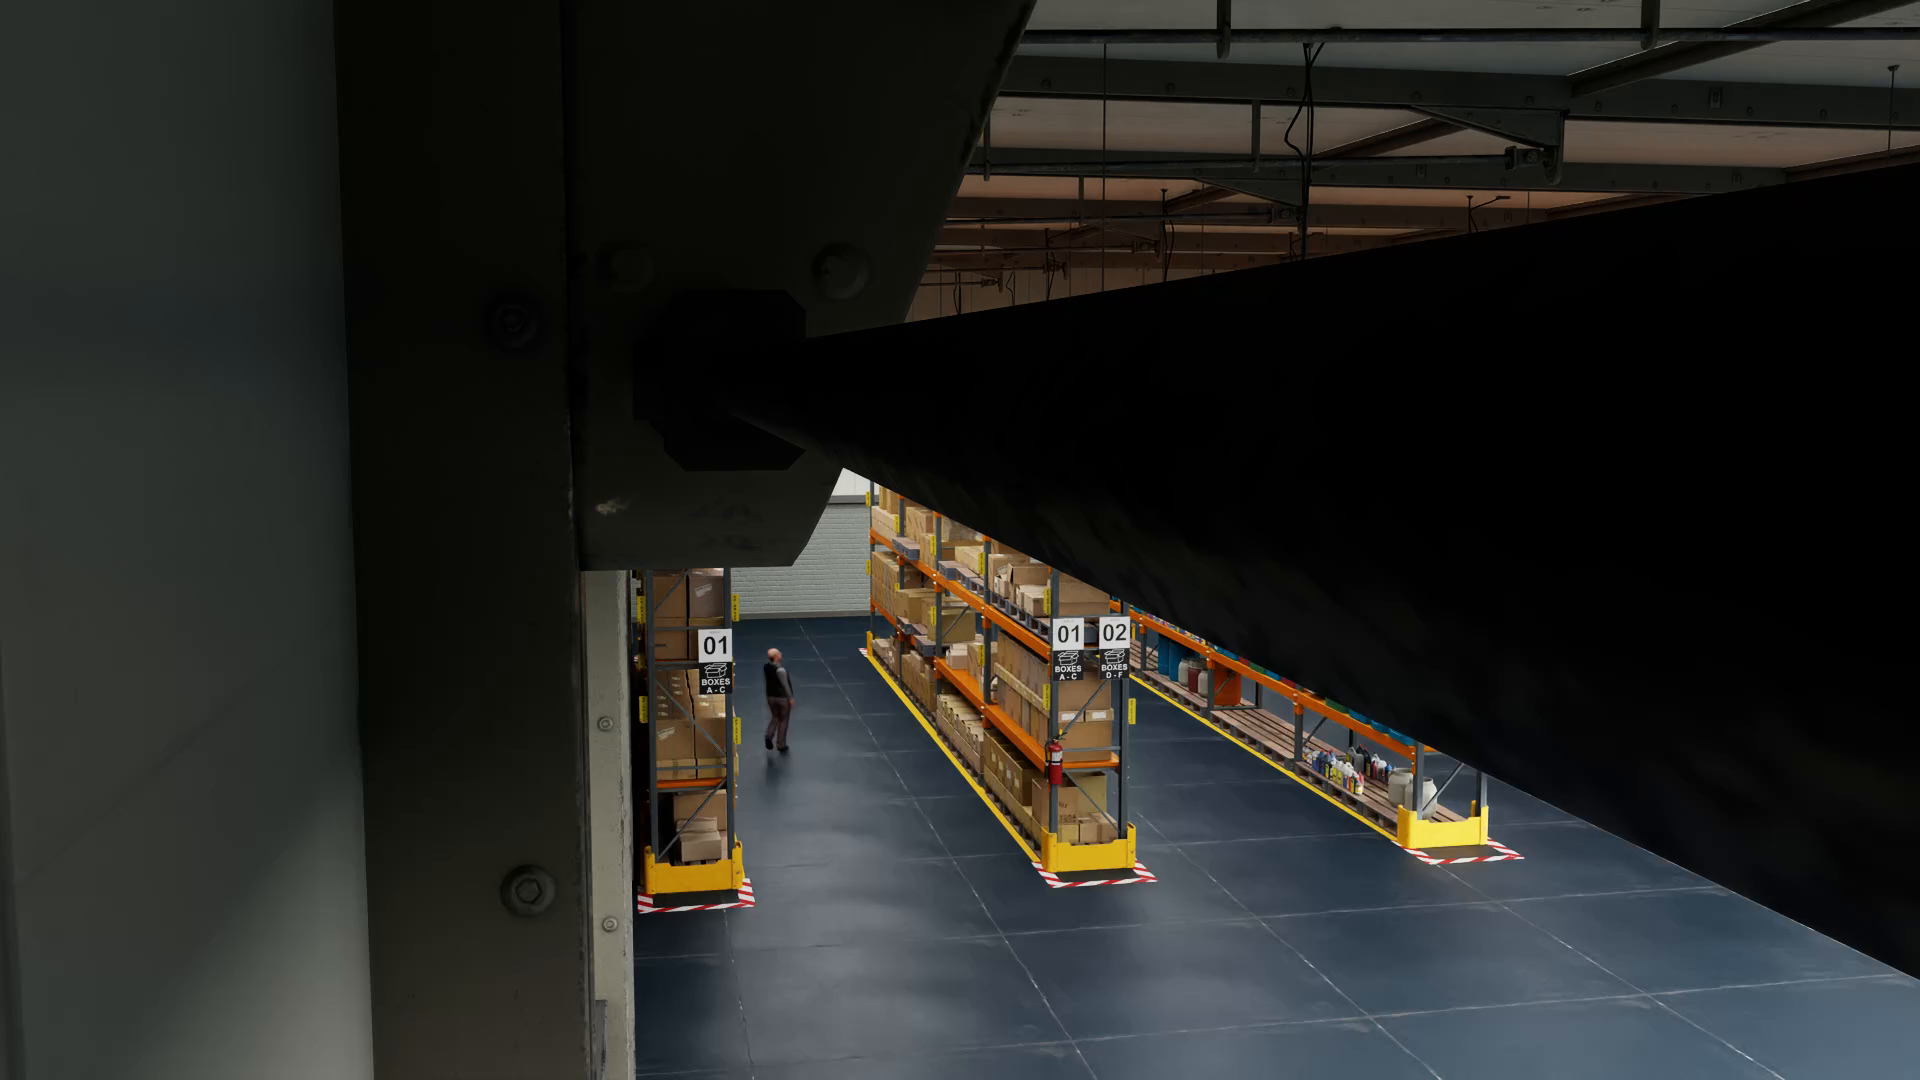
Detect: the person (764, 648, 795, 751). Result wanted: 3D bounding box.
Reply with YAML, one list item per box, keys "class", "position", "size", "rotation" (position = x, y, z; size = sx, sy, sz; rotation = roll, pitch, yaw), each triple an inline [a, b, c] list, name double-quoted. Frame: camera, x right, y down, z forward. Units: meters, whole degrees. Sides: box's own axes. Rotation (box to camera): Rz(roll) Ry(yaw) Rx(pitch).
- class: "person"
  position: [-2.984, 2.618, 27.318]
  size: [0.556, 1.700, 0.481]
  rotation: [3, 7, 29]

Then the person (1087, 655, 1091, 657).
- class: "person"
  position: [2.138, 2.322, 30.578]
  size: [0.571, 1.804, 0.954]
  rotation: [-1, 6, -13]
